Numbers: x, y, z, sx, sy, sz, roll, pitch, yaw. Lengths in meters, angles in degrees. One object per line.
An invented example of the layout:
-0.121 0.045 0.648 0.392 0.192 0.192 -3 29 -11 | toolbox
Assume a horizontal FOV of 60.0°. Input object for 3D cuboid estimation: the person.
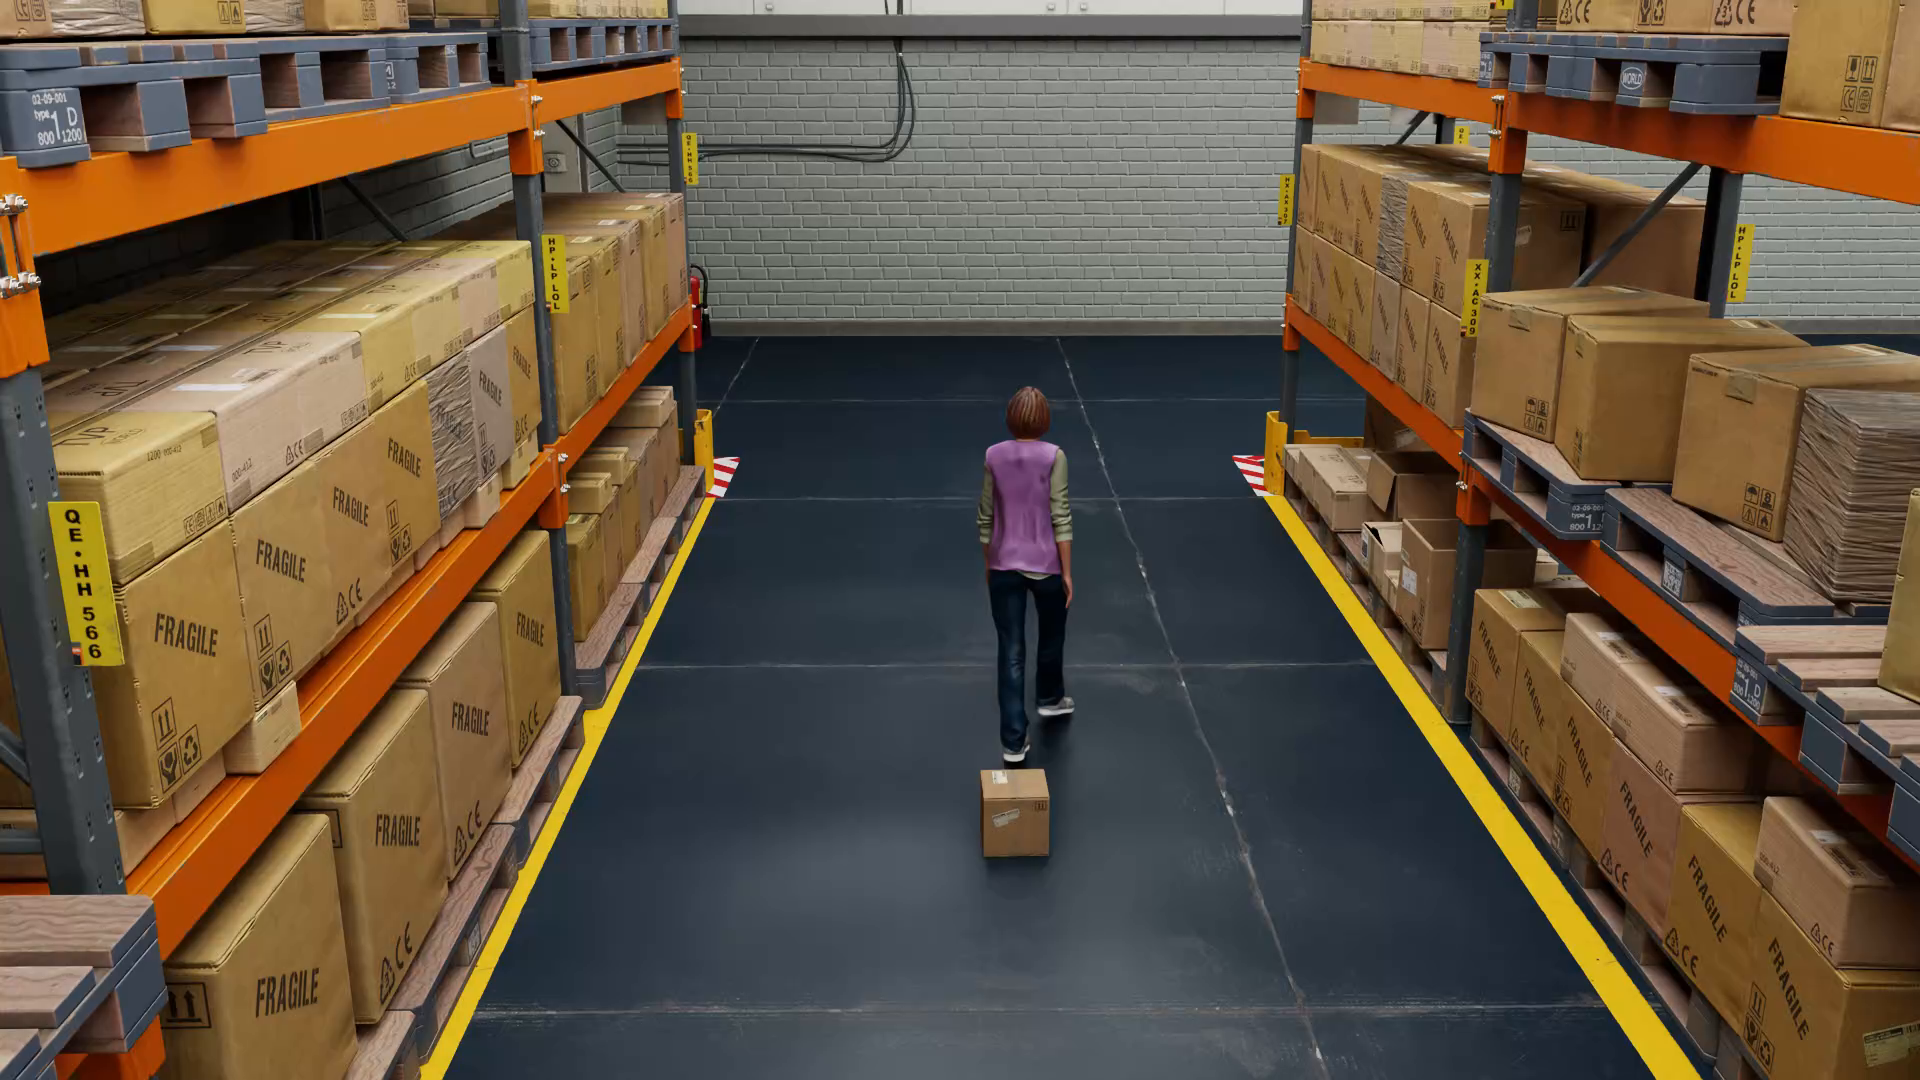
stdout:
0.283 0.126 7.162 0.444 1.577 0.786 3 18 9 | person
